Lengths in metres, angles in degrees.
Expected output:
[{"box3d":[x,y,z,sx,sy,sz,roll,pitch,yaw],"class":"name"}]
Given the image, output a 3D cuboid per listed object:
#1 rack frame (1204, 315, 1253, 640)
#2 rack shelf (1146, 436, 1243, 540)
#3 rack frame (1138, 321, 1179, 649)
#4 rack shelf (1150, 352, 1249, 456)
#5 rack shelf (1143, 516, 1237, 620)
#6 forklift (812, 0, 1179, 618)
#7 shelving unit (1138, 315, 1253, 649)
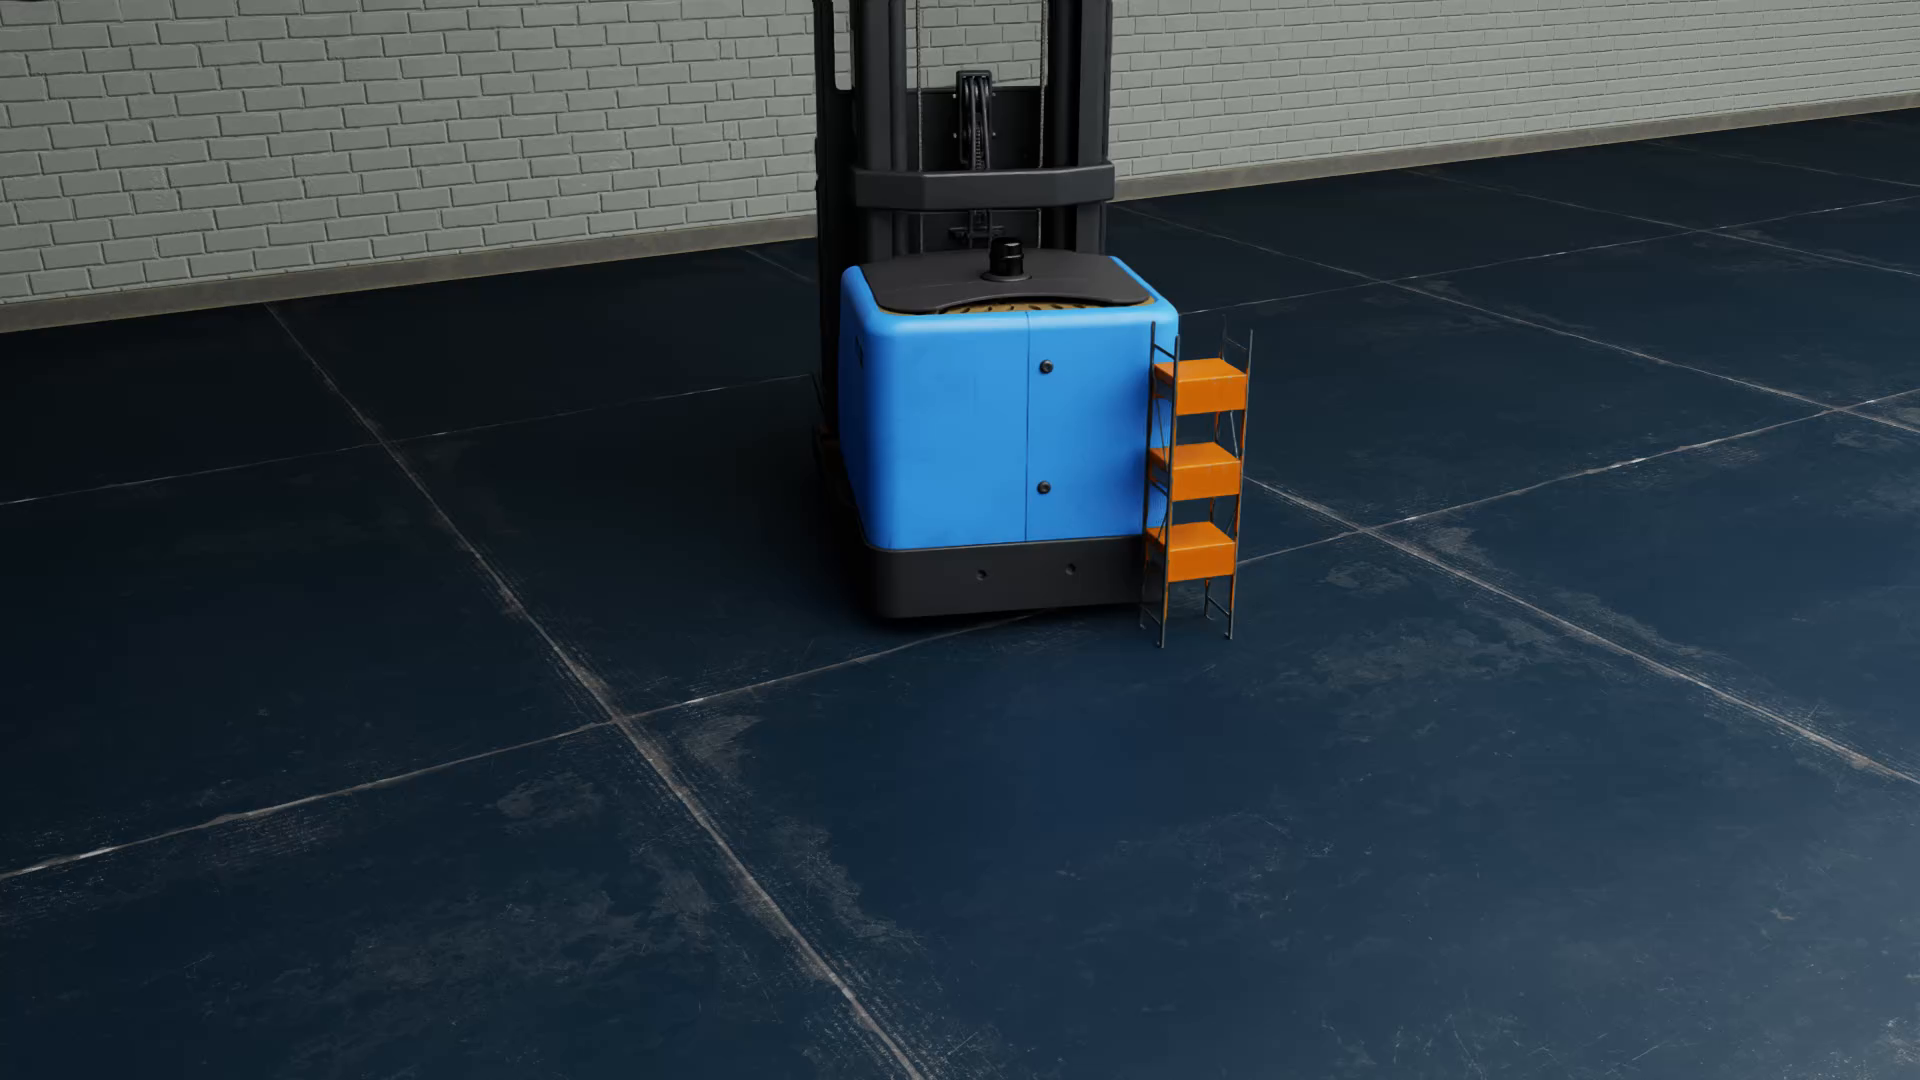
[{"box3d":[0.866,-0.192,5.391,0.008,1.050,0.200,-7,23,-16],"class":"rack frame"},{"box3d":[0.749,-0.169,5.361,0.240,0.259,0.215,-7,23,-16],"class":"rack shelf"},{"box3d":[0.633,-0.165,5.324,0.008,1.050,0.200,-7,23,-16],"class":"rack frame"},{"box3d":[0.749,-0.432,5.254,0.240,0.259,0.215,-7,23,-16],"class":"rack shelf"},{"box3d":[0.749,0.088,5.466,0.240,0.259,0.215,-7,23,-16],"class":"rack shelf"},{"box3d":[-0.027,-1.621,6.407,1.130,2.935,3.031,-4,22,-9],"class":"forklift"},{"box3d":[0.749,-0.179,5.357,0.252,1.050,0.215,-7,23,-16],"class":"shelving unit"}]
